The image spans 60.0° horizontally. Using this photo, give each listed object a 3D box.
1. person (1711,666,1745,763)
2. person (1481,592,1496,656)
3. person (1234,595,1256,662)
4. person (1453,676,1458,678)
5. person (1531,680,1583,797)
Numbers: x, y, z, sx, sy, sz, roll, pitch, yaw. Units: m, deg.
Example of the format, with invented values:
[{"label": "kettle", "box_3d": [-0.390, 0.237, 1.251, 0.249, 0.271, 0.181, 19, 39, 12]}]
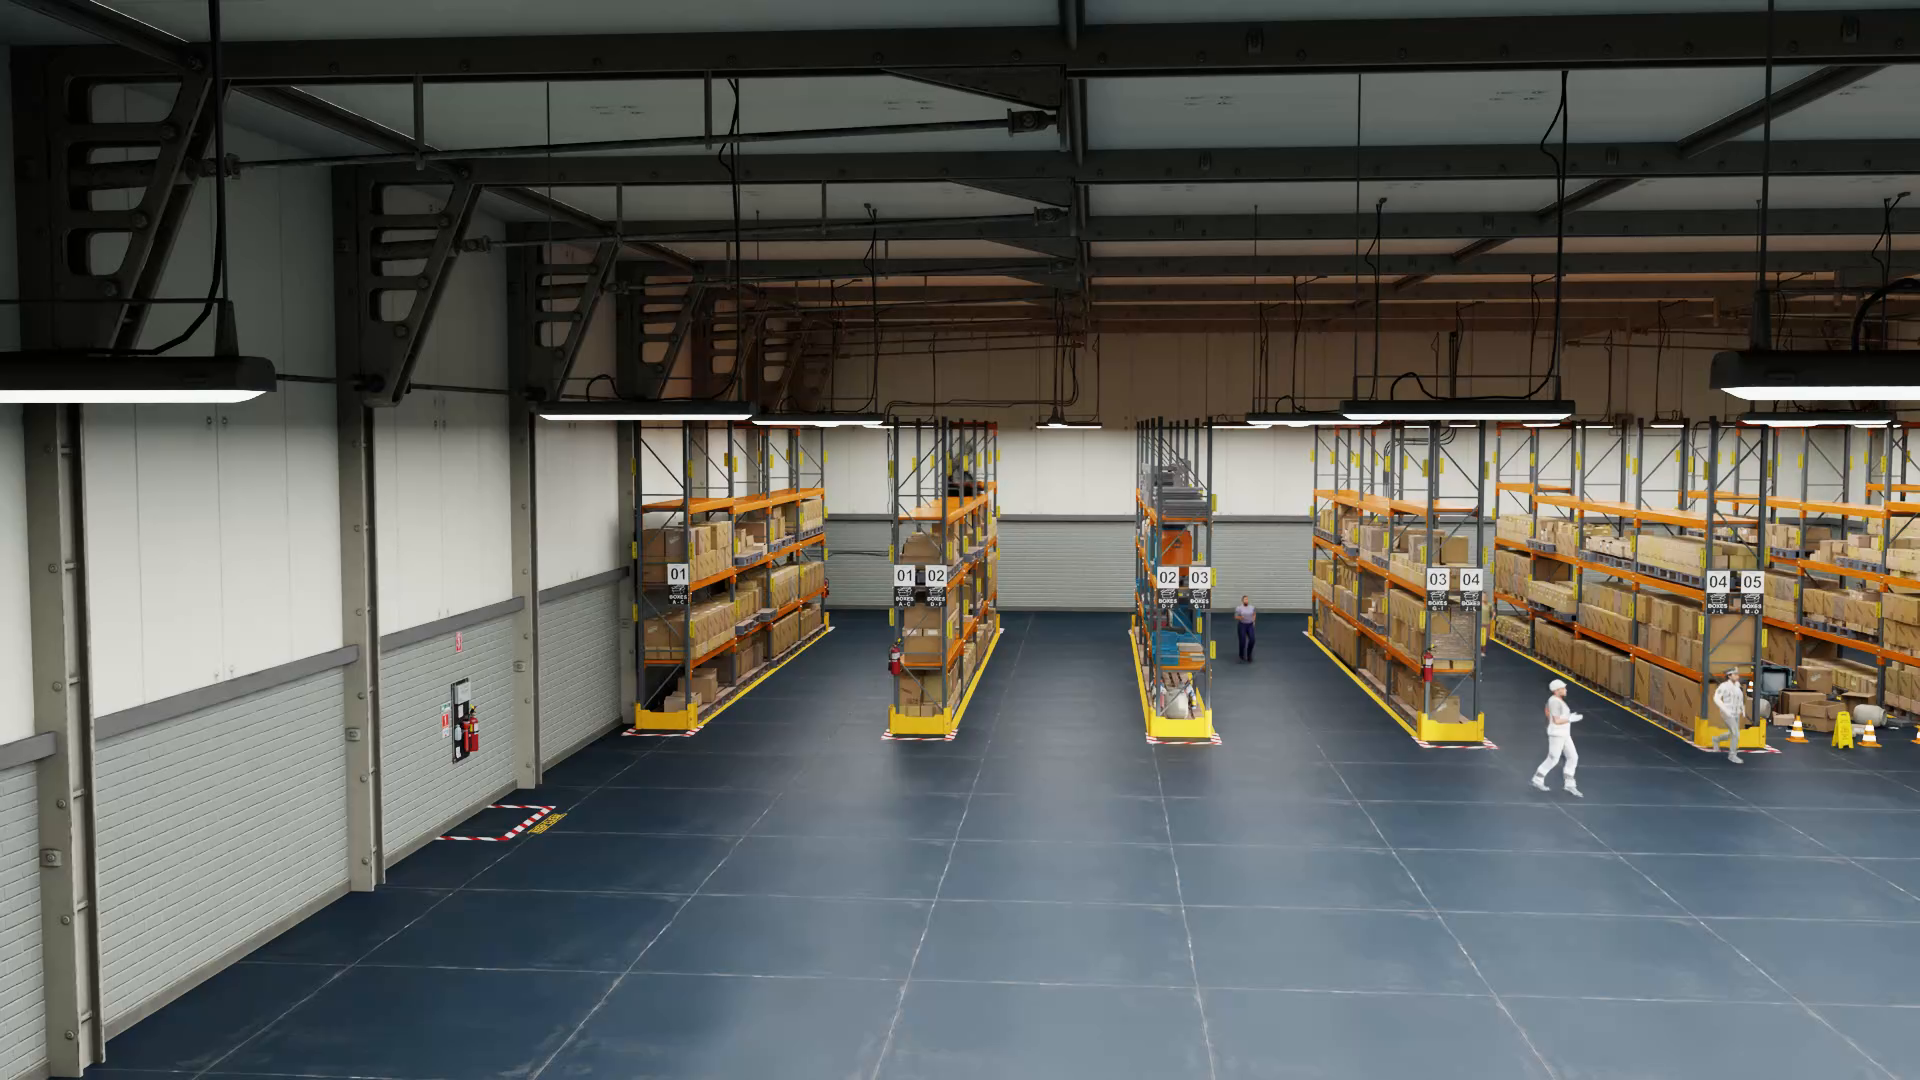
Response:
[{"label": "person", "box_3d": [13.377, 3.010, 29.005, 0.620, 1.663, 0.695, -2, 4, -27]}, {"label": "person", "box_3d": [13.358, 2.143, 42.390, 0.593, 1.639, 0.538, 0, 4, 4]}, {"label": "person", "box_3d": [7.115, 2.216, 41.340, 0.586, 1.676, 0.661, 0, 4, -2]}, {"label": "person", "box_3d": [11.584, 2.369, 38.916, 0.518, 1.631, 0.783, 0, 4, 0]}, {"label": "person", "box_3d": [9.393, 3.106, 26.122, 0.765, 1.832, 0.632, 2, 4, 33]}]
